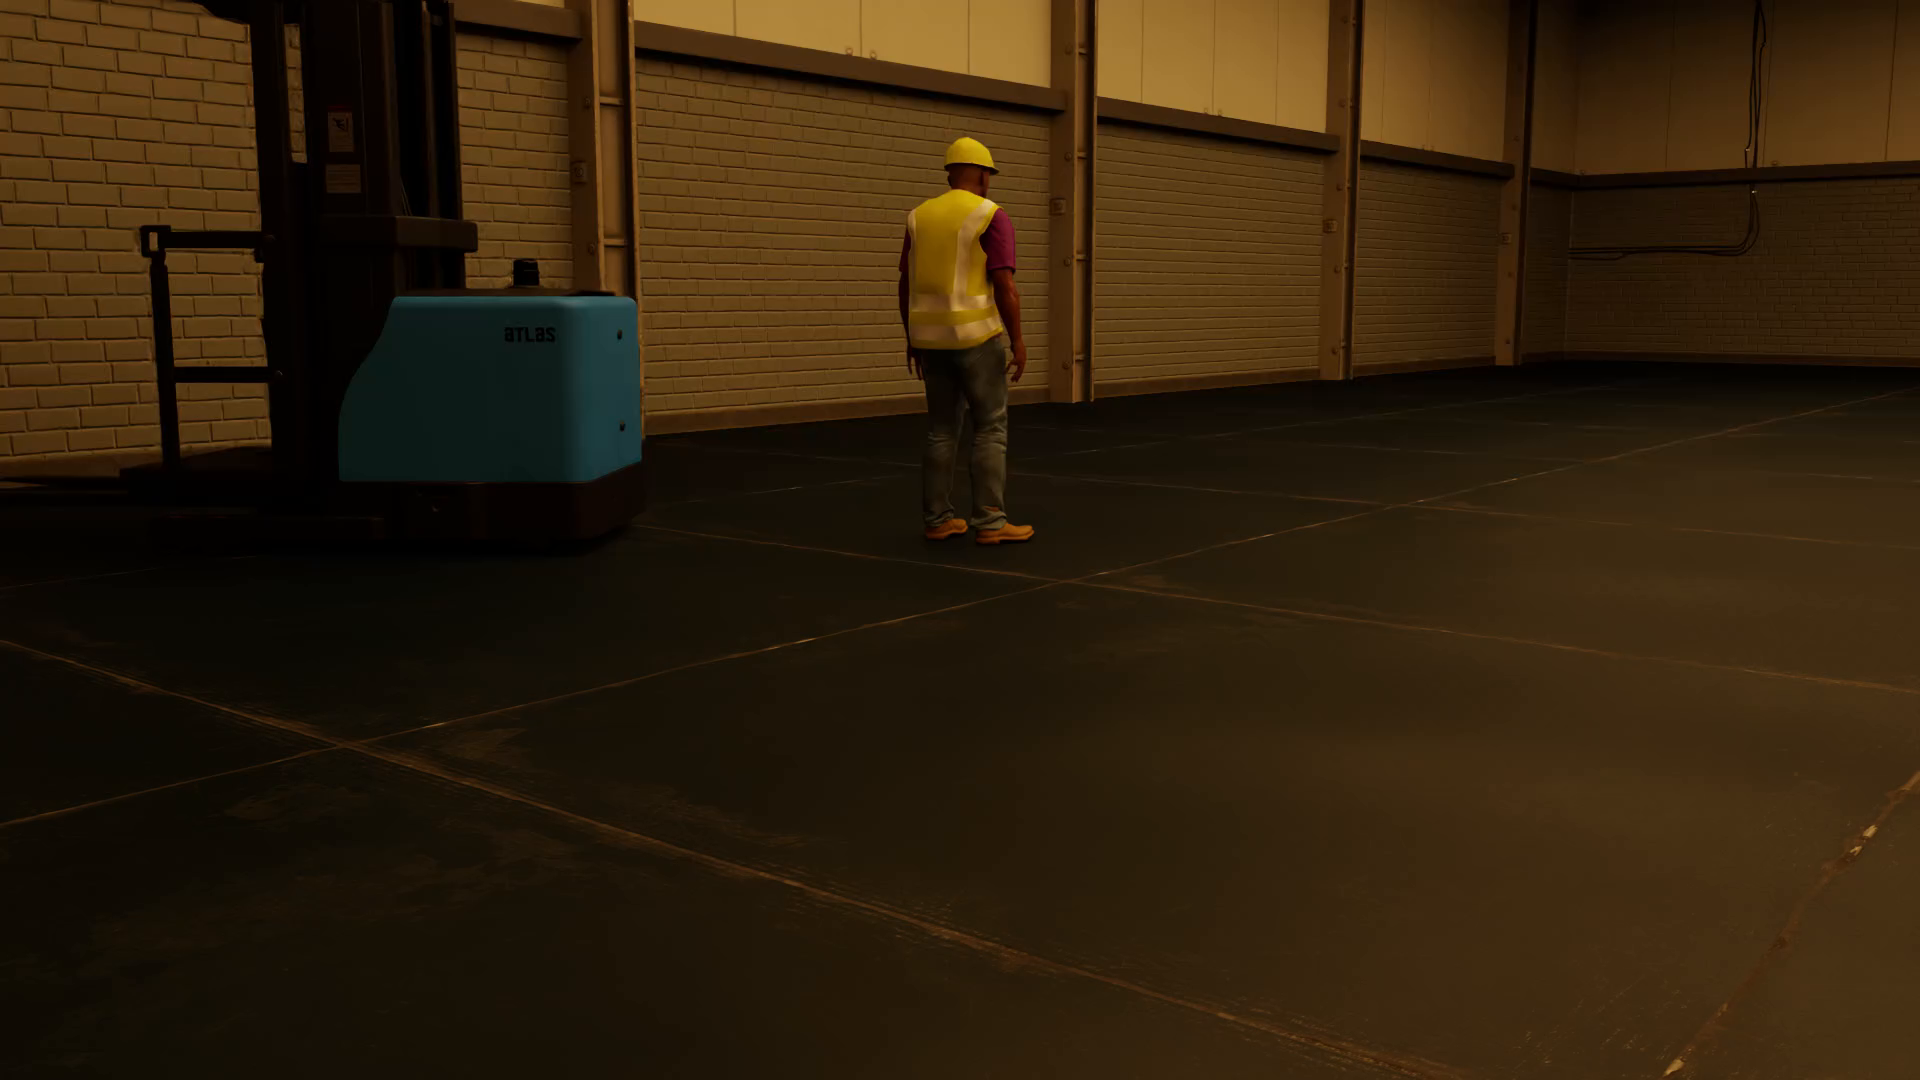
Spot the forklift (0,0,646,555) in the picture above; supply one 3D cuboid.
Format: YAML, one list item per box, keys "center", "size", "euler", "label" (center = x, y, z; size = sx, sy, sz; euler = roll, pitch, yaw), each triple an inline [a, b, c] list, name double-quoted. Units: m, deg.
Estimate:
- center: [-3.014, -1.465, 7.290]
  size: [3.031, 2.935, 1.130]
  euler: [0, 8, 3]
  label: "forklift"

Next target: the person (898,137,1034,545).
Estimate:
- center: [0.019, -0.874, 7.314]
  size: [0.626, 1.760, 0.460]
  euler: [6, 10, 37]
  label: "person"
